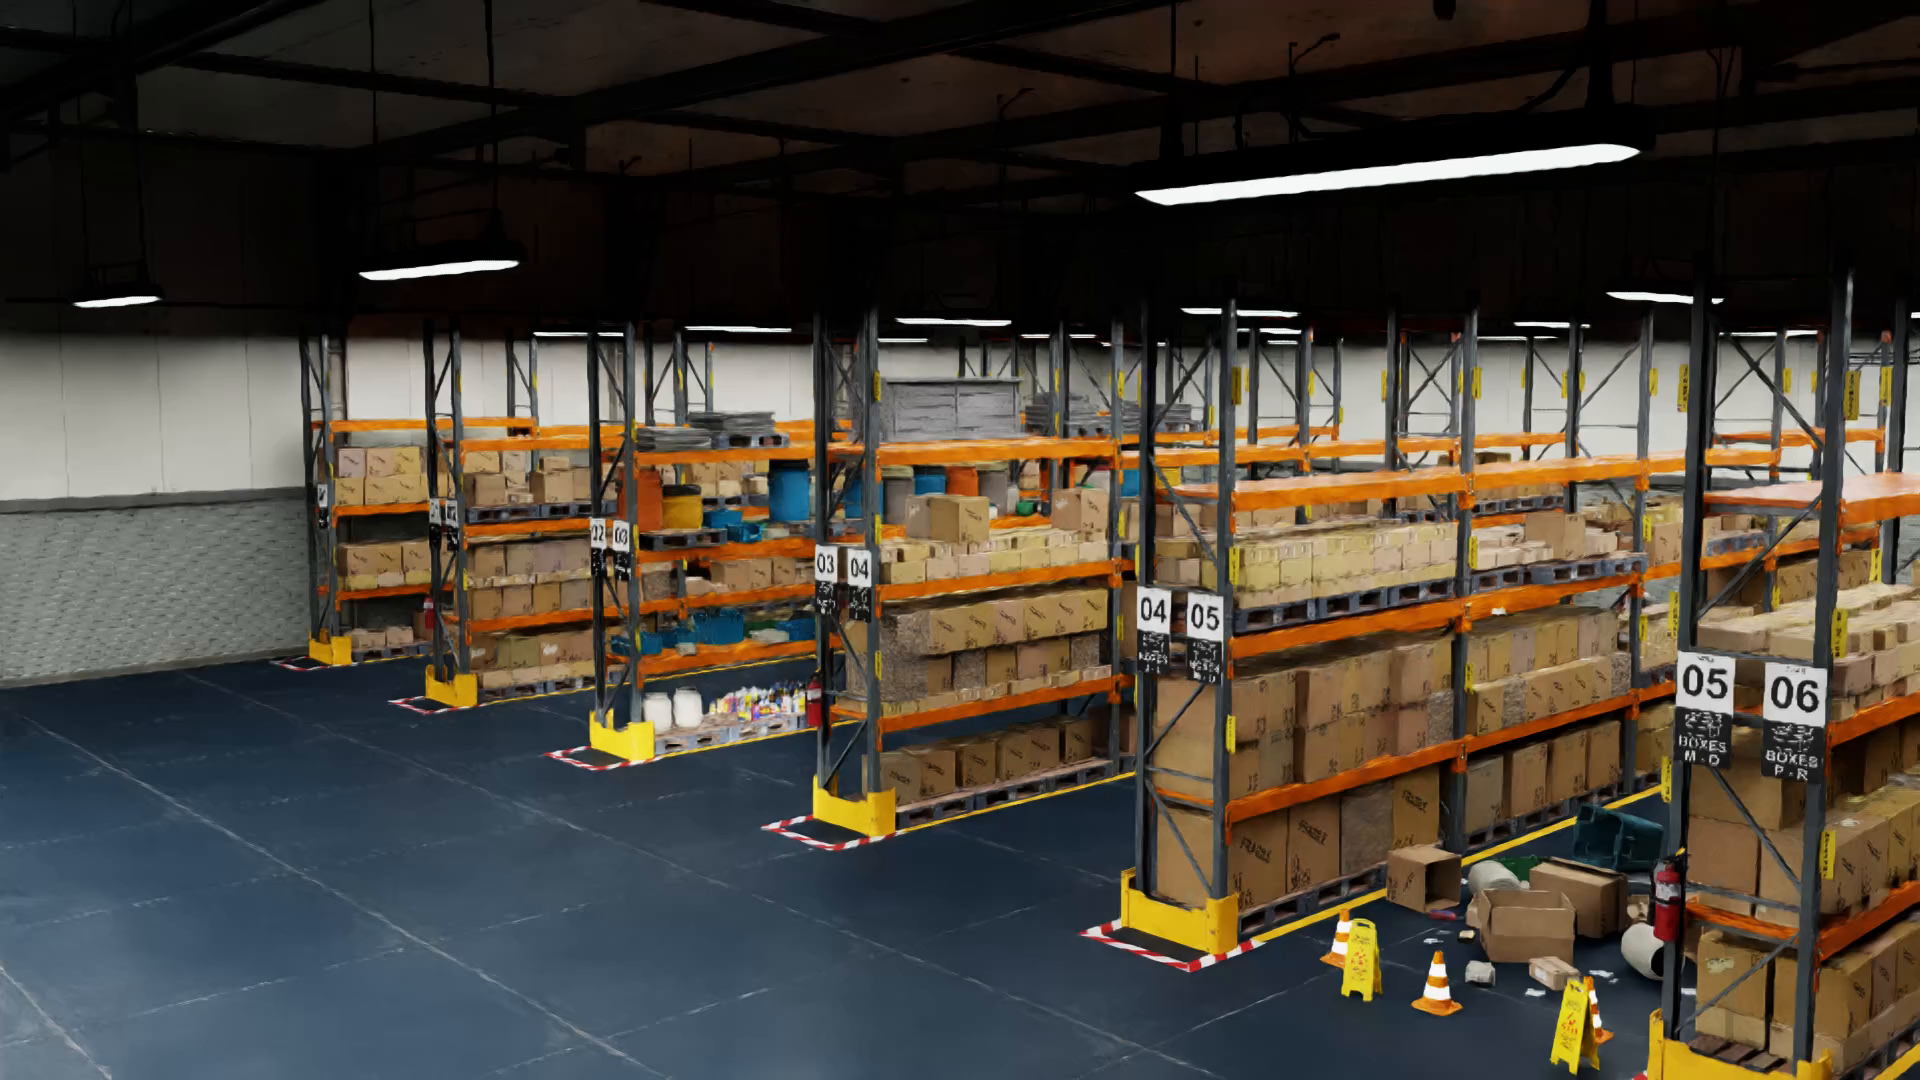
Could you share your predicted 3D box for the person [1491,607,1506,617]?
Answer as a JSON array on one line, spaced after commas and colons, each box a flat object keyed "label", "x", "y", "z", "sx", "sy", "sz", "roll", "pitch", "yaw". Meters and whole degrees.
[{"label": "person", "x": 8.048, "y": 1.816, "z": 24.751, "sx": 1.042, "sy": 1.716, "sz": 0.591, "roll": -6, "pitch": 8, "yaw": -44}]

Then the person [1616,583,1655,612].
[{"label": "person", "x": 11.465, "y": 1.452, "z": 28.287, "sx": 0.552, "sy": 1.742, "sz": 0.677, "roll": -6, "pitch": 8, "yaw": -44}]
